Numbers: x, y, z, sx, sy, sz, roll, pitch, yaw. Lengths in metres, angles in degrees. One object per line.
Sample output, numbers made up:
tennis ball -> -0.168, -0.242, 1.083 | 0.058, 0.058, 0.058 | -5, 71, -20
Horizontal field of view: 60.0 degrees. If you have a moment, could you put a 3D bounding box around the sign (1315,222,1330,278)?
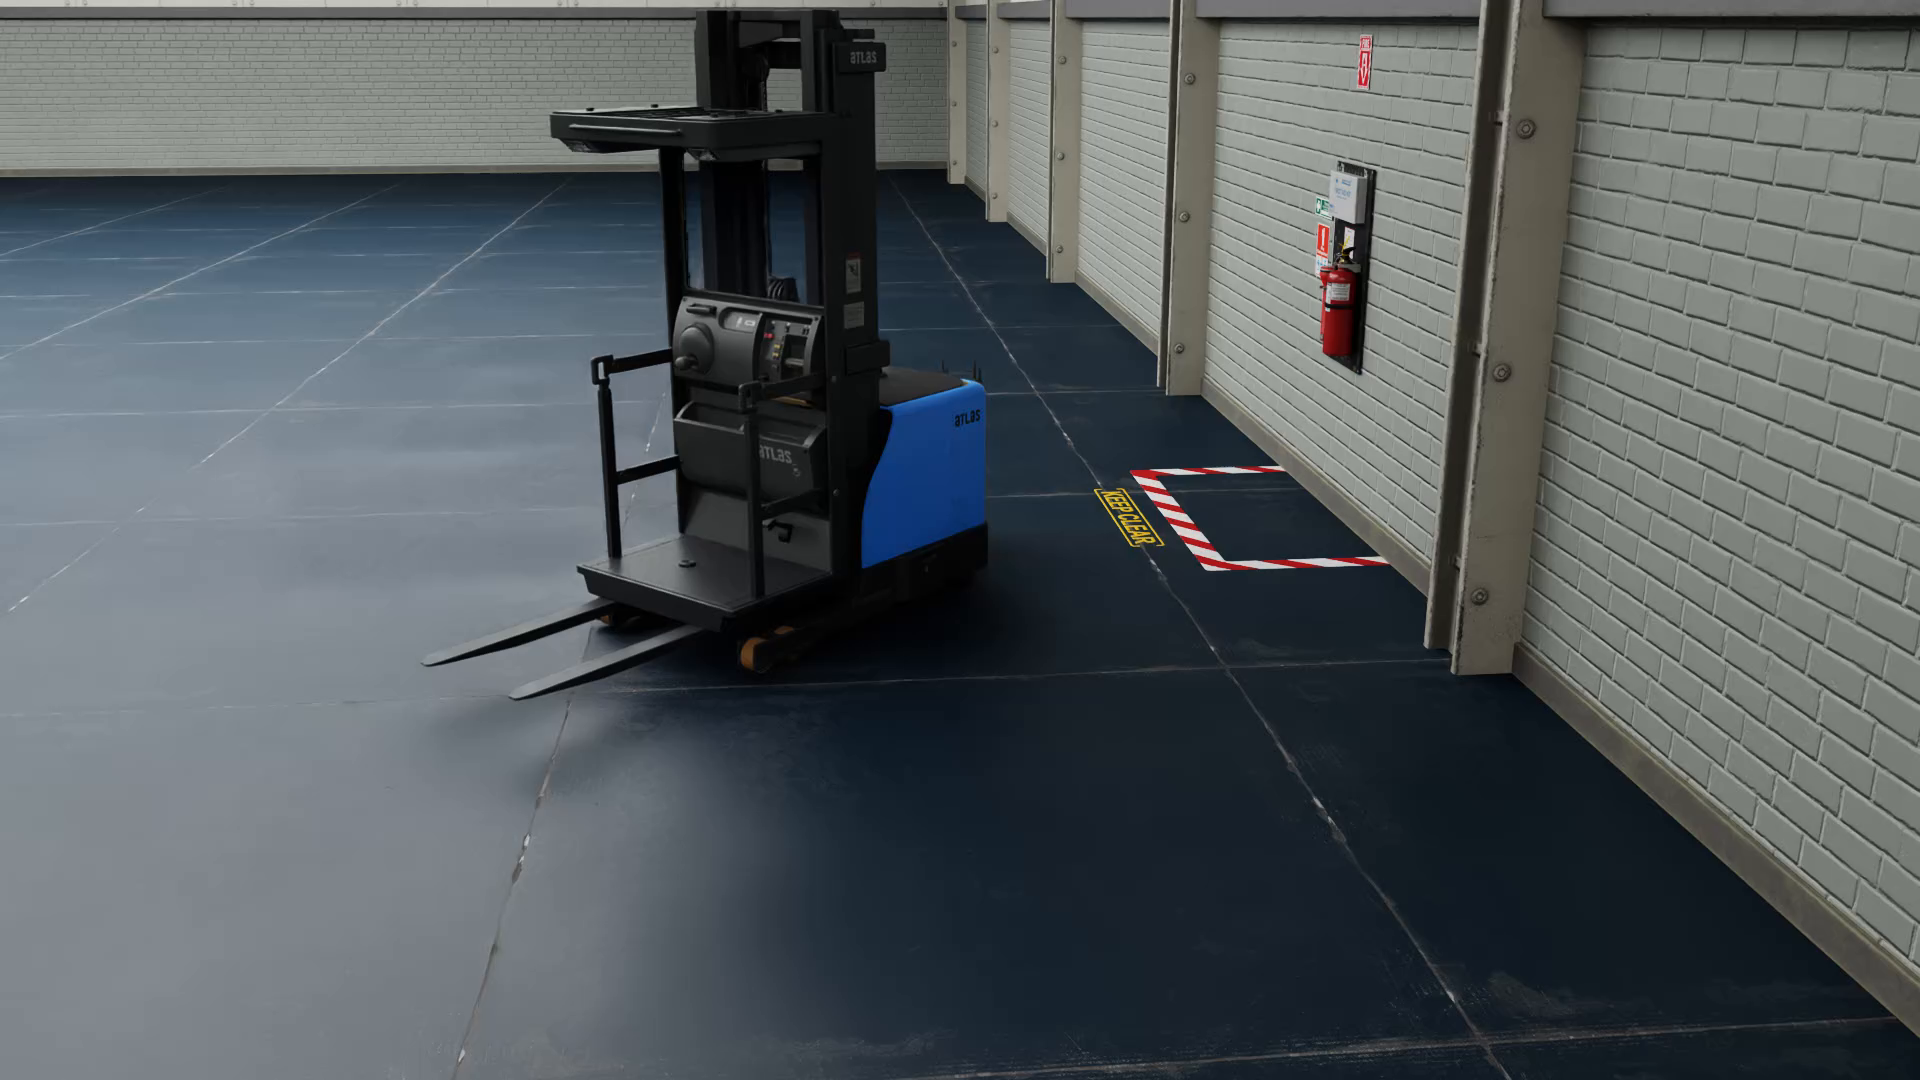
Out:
sign -> 2.249, -1.793, 10.320 | 0.001, 0.329, 0.234 | -2, 18, -6

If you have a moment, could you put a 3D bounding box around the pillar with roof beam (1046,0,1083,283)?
pillar with roof beam -> -3.099, -7.175, 17.508 | 9.100, 9.000, 0.400 | -2, 18, -6

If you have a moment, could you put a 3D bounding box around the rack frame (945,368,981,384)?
rack frame -> 0.018, -0.449, 9.353 | 0.200, 1.050, 0.008 | -2, 18, -6

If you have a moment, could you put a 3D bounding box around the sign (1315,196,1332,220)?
sign -> 2.241, -2.044, 10.236 | 0.001, 0.109, 0.331 | -2, 18, -6

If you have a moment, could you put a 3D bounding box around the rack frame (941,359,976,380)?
rack frame -> -0.007, -0.521, 9.585 | 0.200, 1.050, 0.008 | -2, 18, -6

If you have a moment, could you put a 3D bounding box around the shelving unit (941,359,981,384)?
shelving unit -> 0.006, -0.485, 9.469 | 0.215, 1.050, 0.252 | -2, 18, -6

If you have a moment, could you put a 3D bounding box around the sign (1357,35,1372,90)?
sign -> 2.302, -2.719, 9.461 | 0.001, 0.298, 0.199 | -2, 18, -6

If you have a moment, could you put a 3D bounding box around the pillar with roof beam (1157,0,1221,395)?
pillar with roof beam -> -2.481, -5.387, 11.814 | 9.100, 9.000, 0.400 | -2, 18, -6

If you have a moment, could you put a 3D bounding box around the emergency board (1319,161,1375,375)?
emergency board -> 2.203, -1.608, 9.791 | 0.194, 1.169, 0.643 | -2, 18, -6

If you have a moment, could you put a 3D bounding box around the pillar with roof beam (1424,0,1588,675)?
pillar with roof beam -> -1.862, -3.600, 6.120 | 9.100, 9.000, 0.400 | -2, 18, -6

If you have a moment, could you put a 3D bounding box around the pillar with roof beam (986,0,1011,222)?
pillar with roof beam -> -3.718, -8.963, 23.202 | 9.100, 9.000, 0.400 | -2, 18, -6

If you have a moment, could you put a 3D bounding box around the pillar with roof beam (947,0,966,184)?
pillar with roof beam -> -4.337, -10.750, 28.896 | 9.100, 9.000, 0.400 | -2, 18, -6

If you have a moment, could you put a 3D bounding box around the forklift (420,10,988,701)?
forklift -> -1.154, -0.947, 7.801 | 1.130, 2.935, 3.031 | 13, 22, 36
